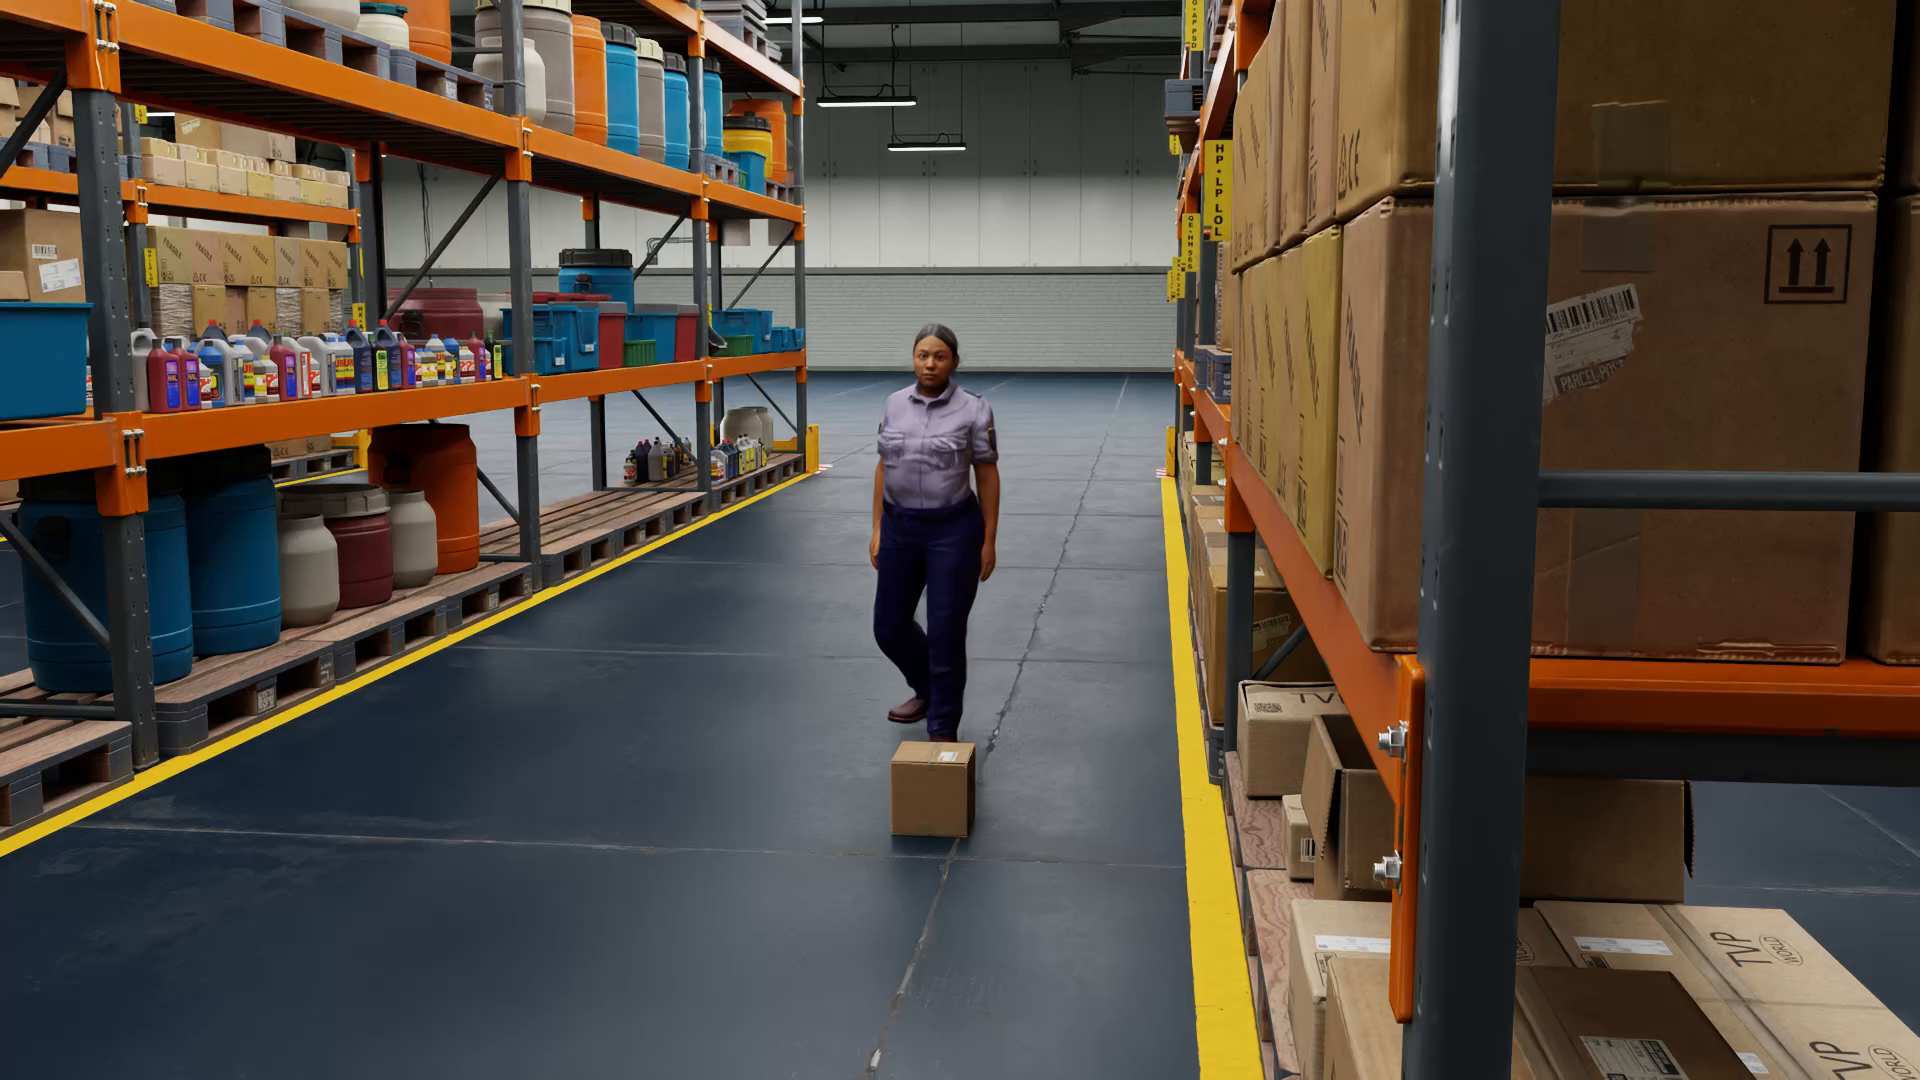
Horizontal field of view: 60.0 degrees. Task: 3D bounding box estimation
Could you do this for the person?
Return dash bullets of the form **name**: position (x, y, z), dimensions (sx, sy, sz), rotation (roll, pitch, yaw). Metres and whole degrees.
- **person**: position (-0.084, 0.001, 6.420), dimensions (0.514, 1.636, 0.561), rotation (3, 8, 22)
